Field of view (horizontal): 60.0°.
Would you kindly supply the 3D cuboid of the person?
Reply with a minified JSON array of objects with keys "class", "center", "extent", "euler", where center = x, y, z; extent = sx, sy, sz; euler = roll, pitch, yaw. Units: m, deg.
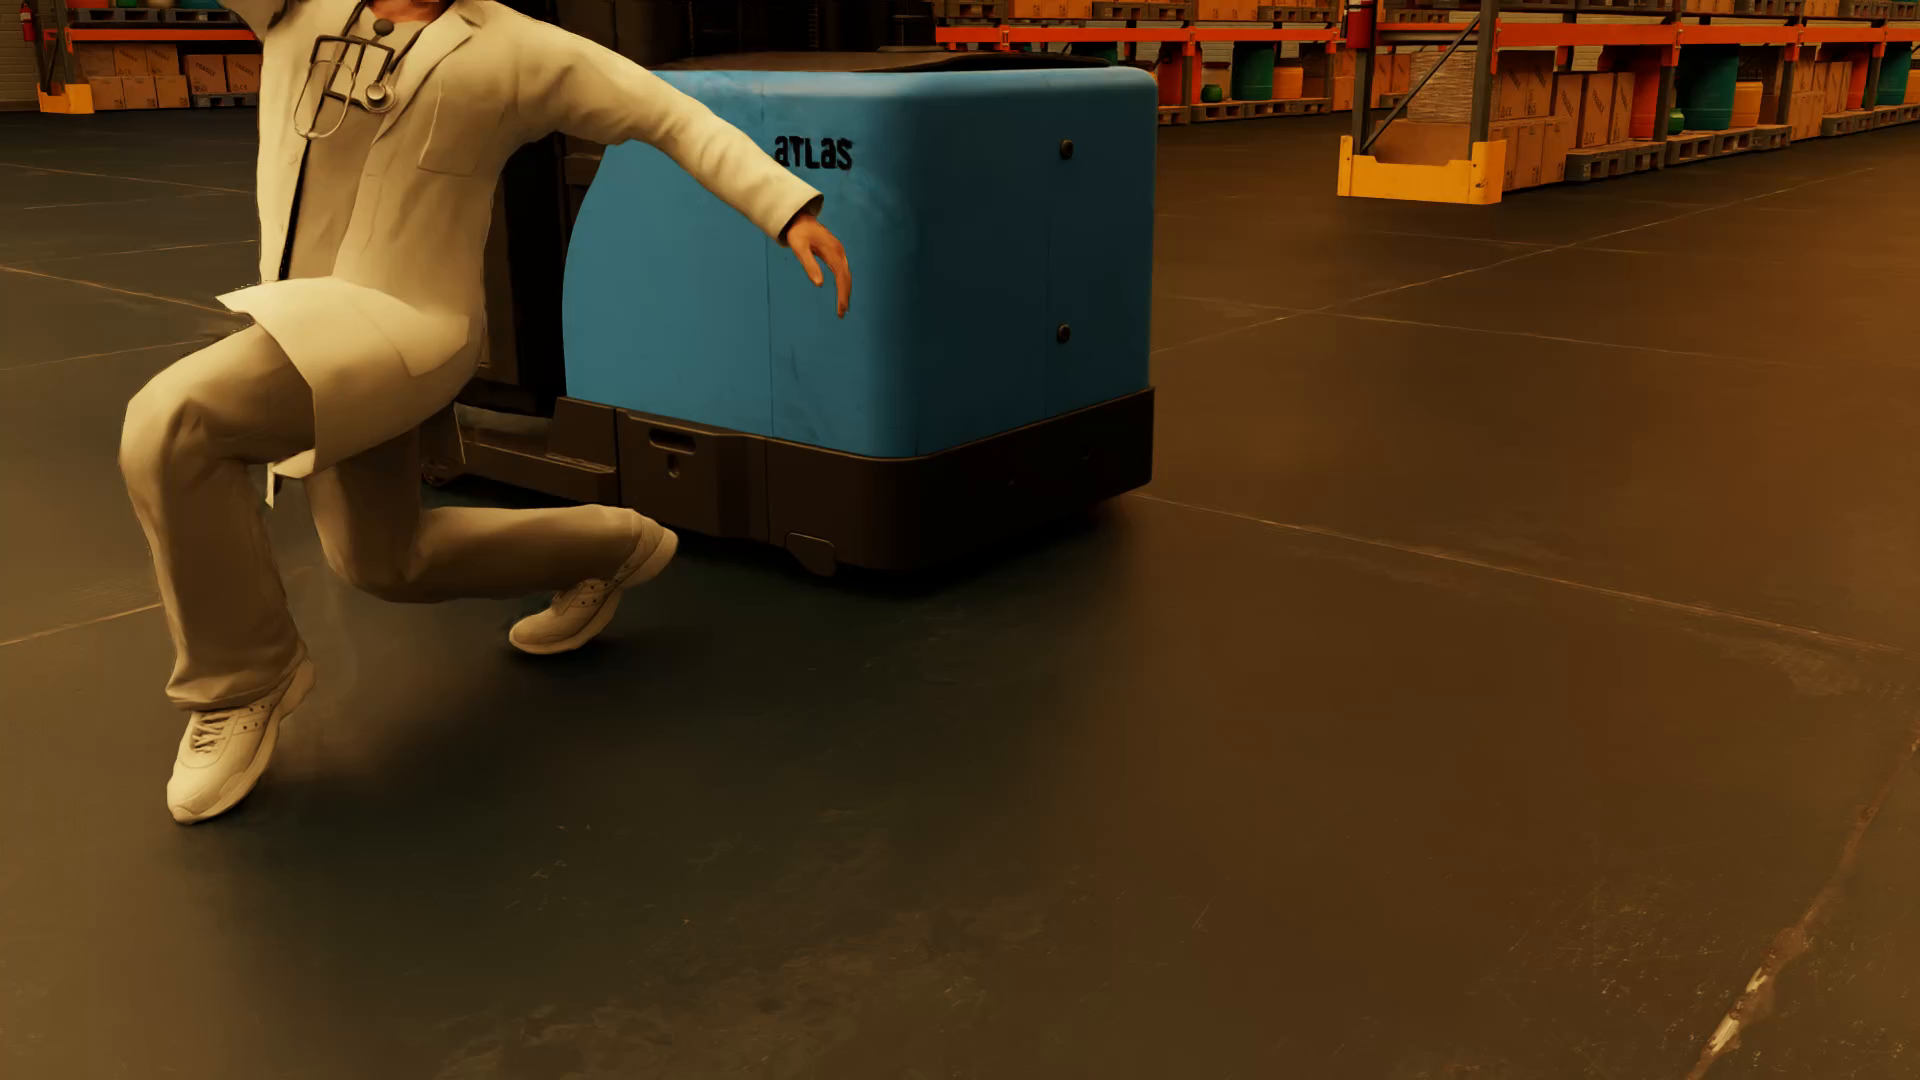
[{"class":"person","center":[-0.776,-0.373,2.663],"extent":[0.958,1.479,1.046],"euler":[9,19,28]}]

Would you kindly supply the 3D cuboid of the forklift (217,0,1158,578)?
[{"class":"forklift","center":[-0.988,-1.647,4.322],"extent":[3.031,2.935,1.130],"euler":[13,21,36]}]
